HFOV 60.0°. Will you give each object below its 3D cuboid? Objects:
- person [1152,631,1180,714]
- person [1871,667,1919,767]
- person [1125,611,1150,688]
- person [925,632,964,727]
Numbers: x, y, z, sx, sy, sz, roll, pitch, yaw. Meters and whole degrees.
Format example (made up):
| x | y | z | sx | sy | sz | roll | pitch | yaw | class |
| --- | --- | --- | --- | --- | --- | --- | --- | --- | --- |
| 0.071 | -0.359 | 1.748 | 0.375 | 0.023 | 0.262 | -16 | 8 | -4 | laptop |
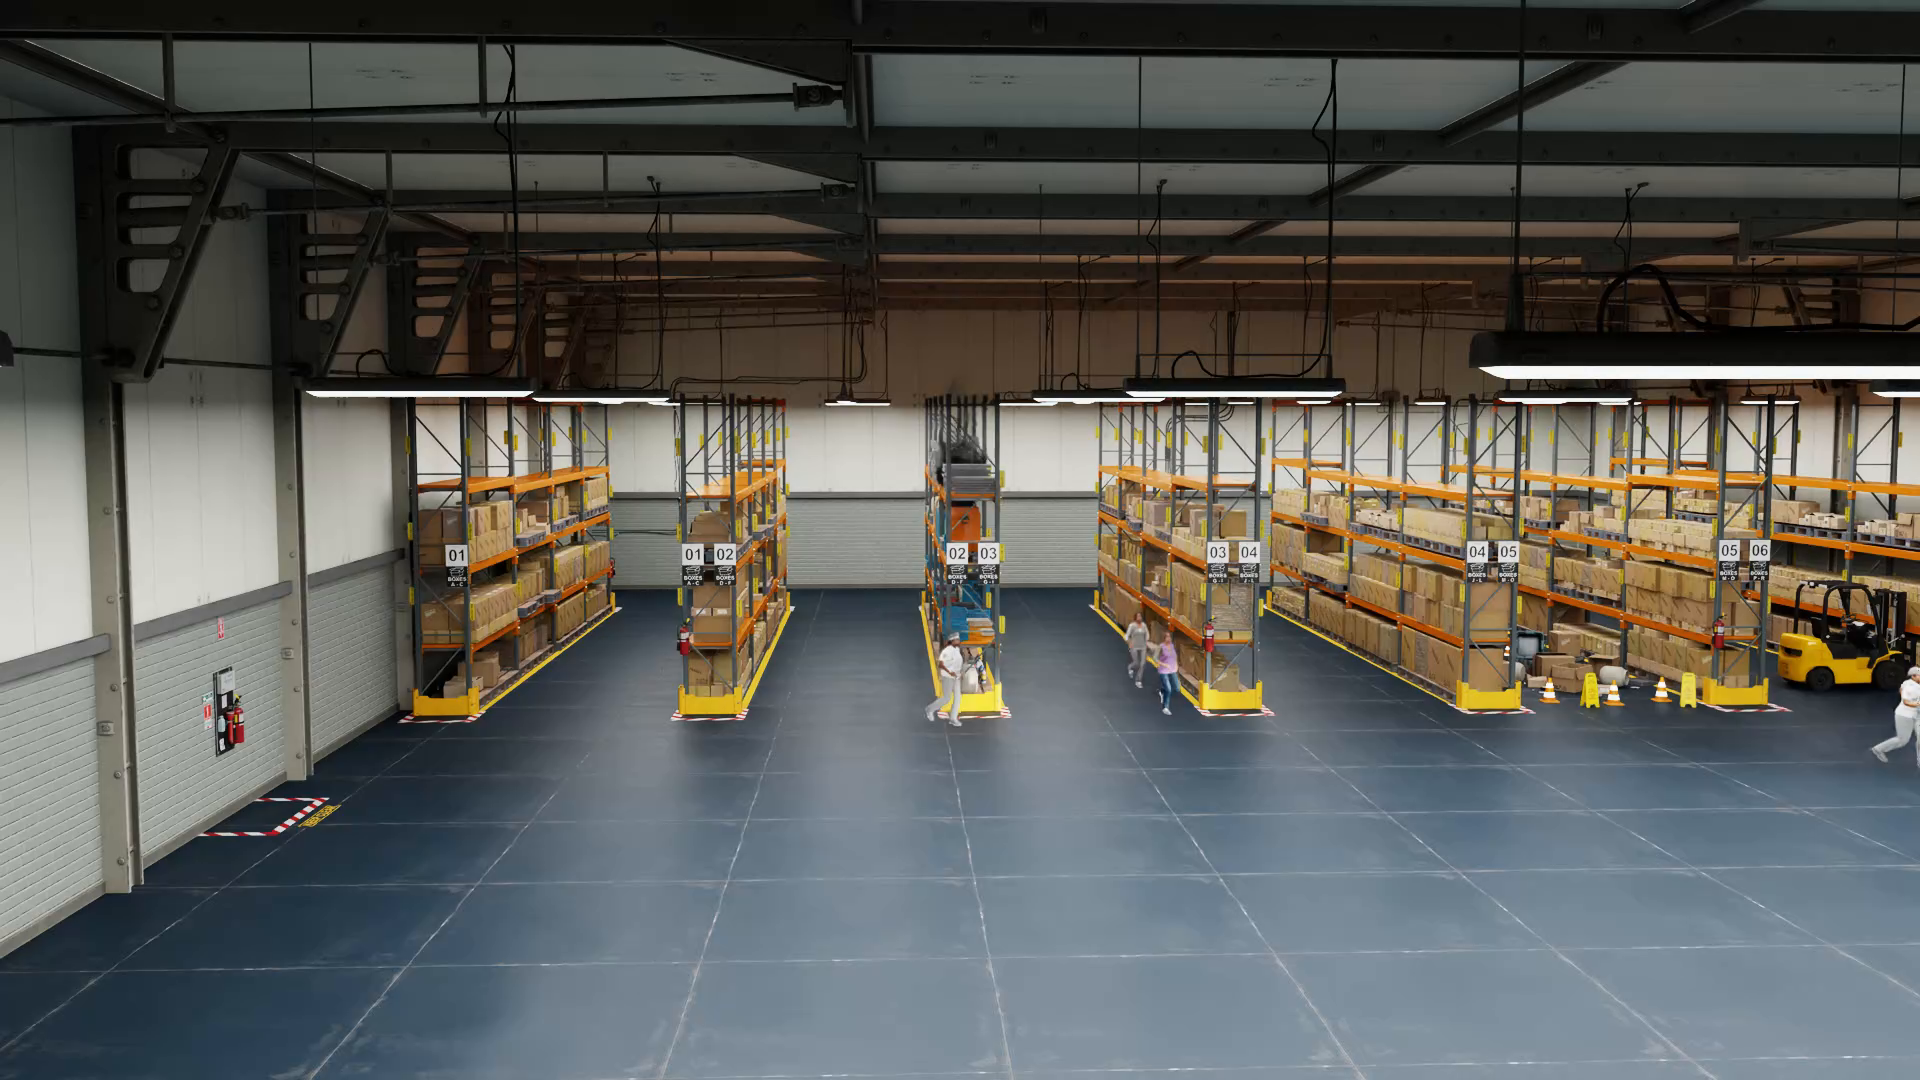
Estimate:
| x | y | z | sx | sy | sz | roll | pitch | yaw | class |
| --- | --- | --- | --- | --- | --- | --- | --- | --- | --- |
| 3.875 | 2.488 | 31.198 | 0.593 | 1.560 | 0.527 | -3 | 5 | -31 | person |
| 14.971 | 2.845 | 26.331 | 0.619 | 1.716 | 0.909 | -4 | 6 | -44 | person |
| 3.667 | 2.246 | 34.327 | 0.536 | 1.564 | 0.576 | -1 | 5 | -12 | person |
| -0.176 | 2.510 | 30.286 | 0.726 | 1.673 | 0.652 | 3 | 5 | 33 | person |
